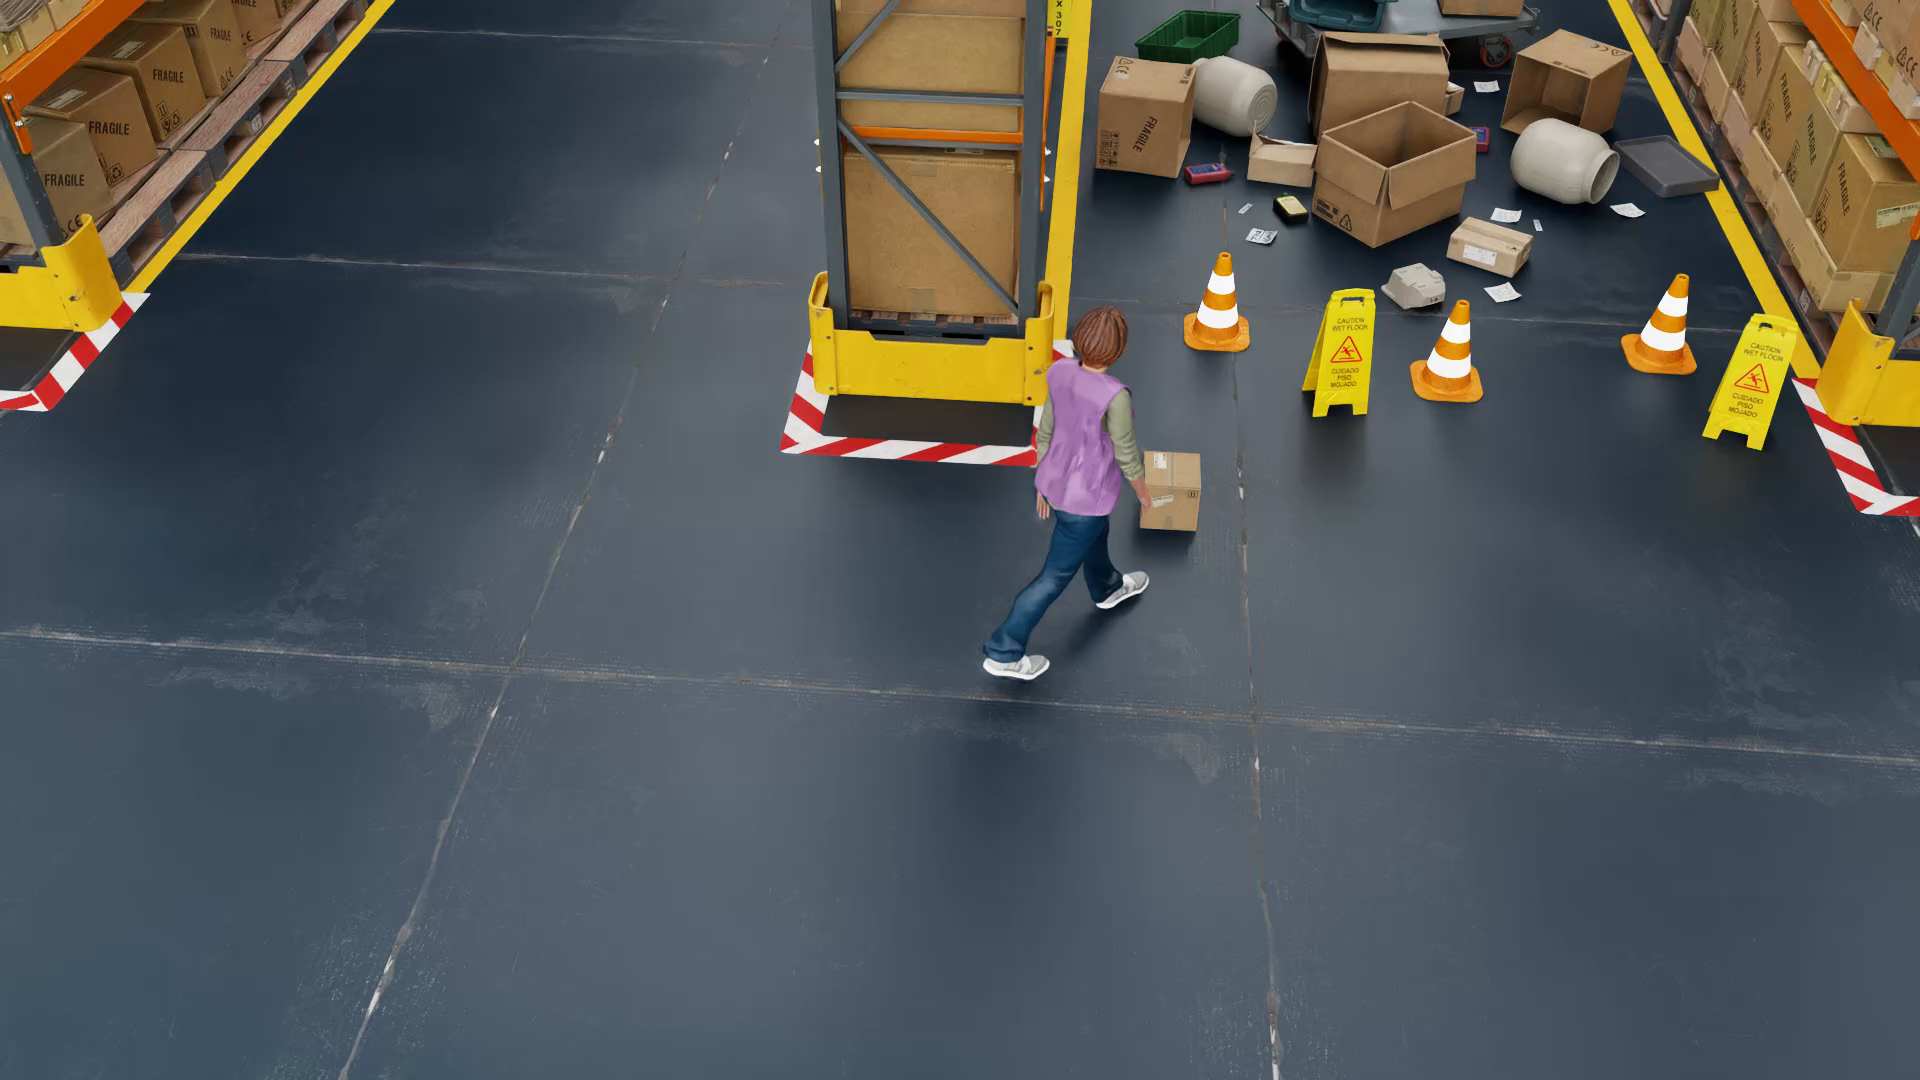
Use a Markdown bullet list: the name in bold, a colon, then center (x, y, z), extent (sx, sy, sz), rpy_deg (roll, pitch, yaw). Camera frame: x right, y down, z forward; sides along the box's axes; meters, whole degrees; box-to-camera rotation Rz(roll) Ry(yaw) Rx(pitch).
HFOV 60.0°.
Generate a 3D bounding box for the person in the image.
- **person**: center (0.470, -0.180, 6.389), extent (0.916, 1.529, 0.394), rpy_deg (-22, 45, -23)
